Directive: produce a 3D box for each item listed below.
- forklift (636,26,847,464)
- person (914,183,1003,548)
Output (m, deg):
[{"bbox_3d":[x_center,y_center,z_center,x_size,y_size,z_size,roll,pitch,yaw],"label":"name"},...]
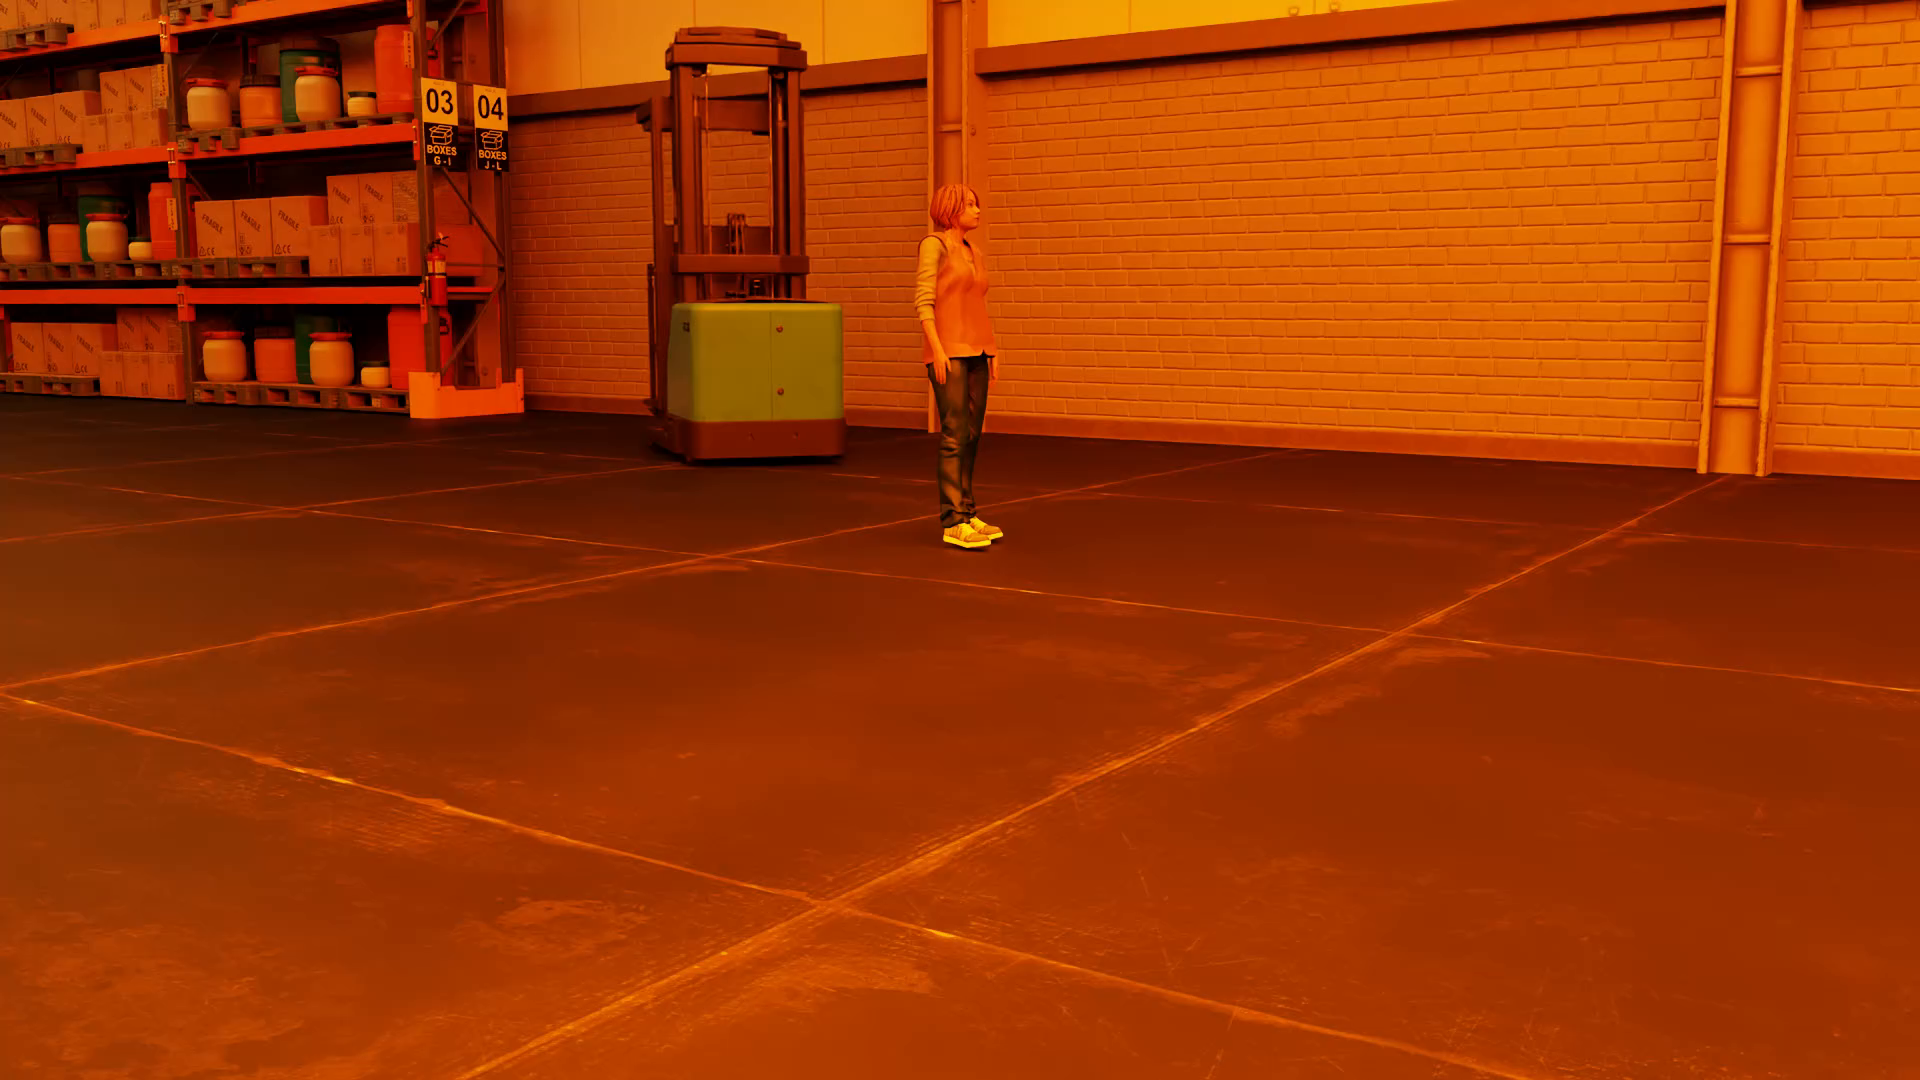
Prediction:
[{"bbox_3d":[-1.728,-2.126,12.144,1.130,2.935,3.031,-3,9,-19],"label":"forklift"},{"bbox_3d":[0.054,-0.790,7.438,0.473,1.599,0.521,5,10,34],"label":"person"}]
